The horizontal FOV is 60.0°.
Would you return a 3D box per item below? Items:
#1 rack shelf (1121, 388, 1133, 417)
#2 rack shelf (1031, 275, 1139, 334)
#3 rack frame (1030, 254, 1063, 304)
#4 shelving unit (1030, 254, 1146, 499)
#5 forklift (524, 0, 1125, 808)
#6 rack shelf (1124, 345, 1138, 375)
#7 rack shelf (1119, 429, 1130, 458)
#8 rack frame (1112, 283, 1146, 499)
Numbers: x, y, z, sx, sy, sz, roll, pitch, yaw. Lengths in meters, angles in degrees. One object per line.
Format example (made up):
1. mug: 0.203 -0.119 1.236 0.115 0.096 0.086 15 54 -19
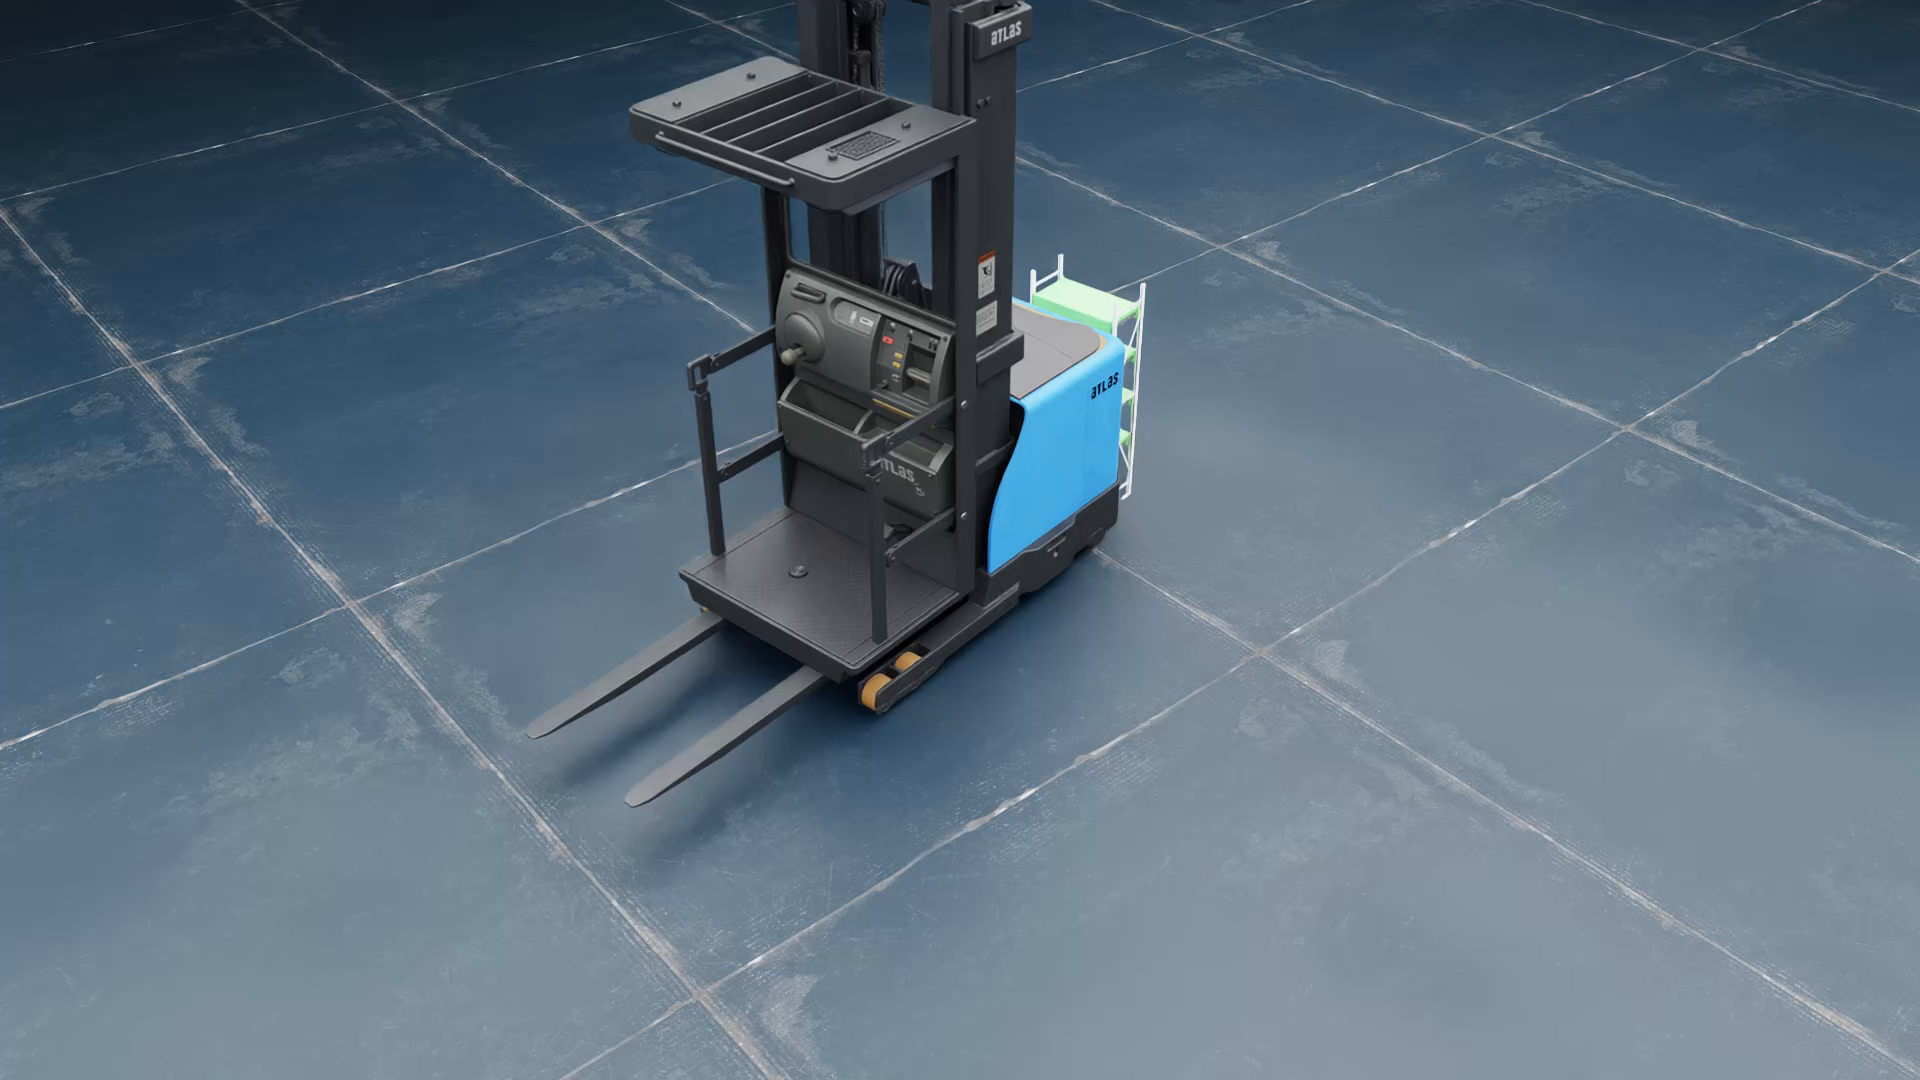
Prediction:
1. rack shelf: 0.611 -0.713 8.329 0.480 0.148 0.258 26 43 32
2. rack shelf: 0.611 -1.105 8.052 0.480 0.148 0.258 26 43 32
3. rack frame: 0.424 -0.856 8.420 0.015 1.200 0.240 26 43 32
4. shelving unit: 0.611 -0.765 8.292 0.503 1.200 0.258 26 43 32
5. forklift: -0.547 -0.779 6.813 1.130 2.935 3.031 26 43 32
6. rack shelf: 0.611 -0.909 8.191 0.480 0.148 0.258 26 43 32
7. rack shelf: 0.611 -0.517 8.468 0.480 0.148 0.258 26 43 32
8. rack frame: 0.798 -0.675 8.165 0.015 1.200 0.240 26 43 32
